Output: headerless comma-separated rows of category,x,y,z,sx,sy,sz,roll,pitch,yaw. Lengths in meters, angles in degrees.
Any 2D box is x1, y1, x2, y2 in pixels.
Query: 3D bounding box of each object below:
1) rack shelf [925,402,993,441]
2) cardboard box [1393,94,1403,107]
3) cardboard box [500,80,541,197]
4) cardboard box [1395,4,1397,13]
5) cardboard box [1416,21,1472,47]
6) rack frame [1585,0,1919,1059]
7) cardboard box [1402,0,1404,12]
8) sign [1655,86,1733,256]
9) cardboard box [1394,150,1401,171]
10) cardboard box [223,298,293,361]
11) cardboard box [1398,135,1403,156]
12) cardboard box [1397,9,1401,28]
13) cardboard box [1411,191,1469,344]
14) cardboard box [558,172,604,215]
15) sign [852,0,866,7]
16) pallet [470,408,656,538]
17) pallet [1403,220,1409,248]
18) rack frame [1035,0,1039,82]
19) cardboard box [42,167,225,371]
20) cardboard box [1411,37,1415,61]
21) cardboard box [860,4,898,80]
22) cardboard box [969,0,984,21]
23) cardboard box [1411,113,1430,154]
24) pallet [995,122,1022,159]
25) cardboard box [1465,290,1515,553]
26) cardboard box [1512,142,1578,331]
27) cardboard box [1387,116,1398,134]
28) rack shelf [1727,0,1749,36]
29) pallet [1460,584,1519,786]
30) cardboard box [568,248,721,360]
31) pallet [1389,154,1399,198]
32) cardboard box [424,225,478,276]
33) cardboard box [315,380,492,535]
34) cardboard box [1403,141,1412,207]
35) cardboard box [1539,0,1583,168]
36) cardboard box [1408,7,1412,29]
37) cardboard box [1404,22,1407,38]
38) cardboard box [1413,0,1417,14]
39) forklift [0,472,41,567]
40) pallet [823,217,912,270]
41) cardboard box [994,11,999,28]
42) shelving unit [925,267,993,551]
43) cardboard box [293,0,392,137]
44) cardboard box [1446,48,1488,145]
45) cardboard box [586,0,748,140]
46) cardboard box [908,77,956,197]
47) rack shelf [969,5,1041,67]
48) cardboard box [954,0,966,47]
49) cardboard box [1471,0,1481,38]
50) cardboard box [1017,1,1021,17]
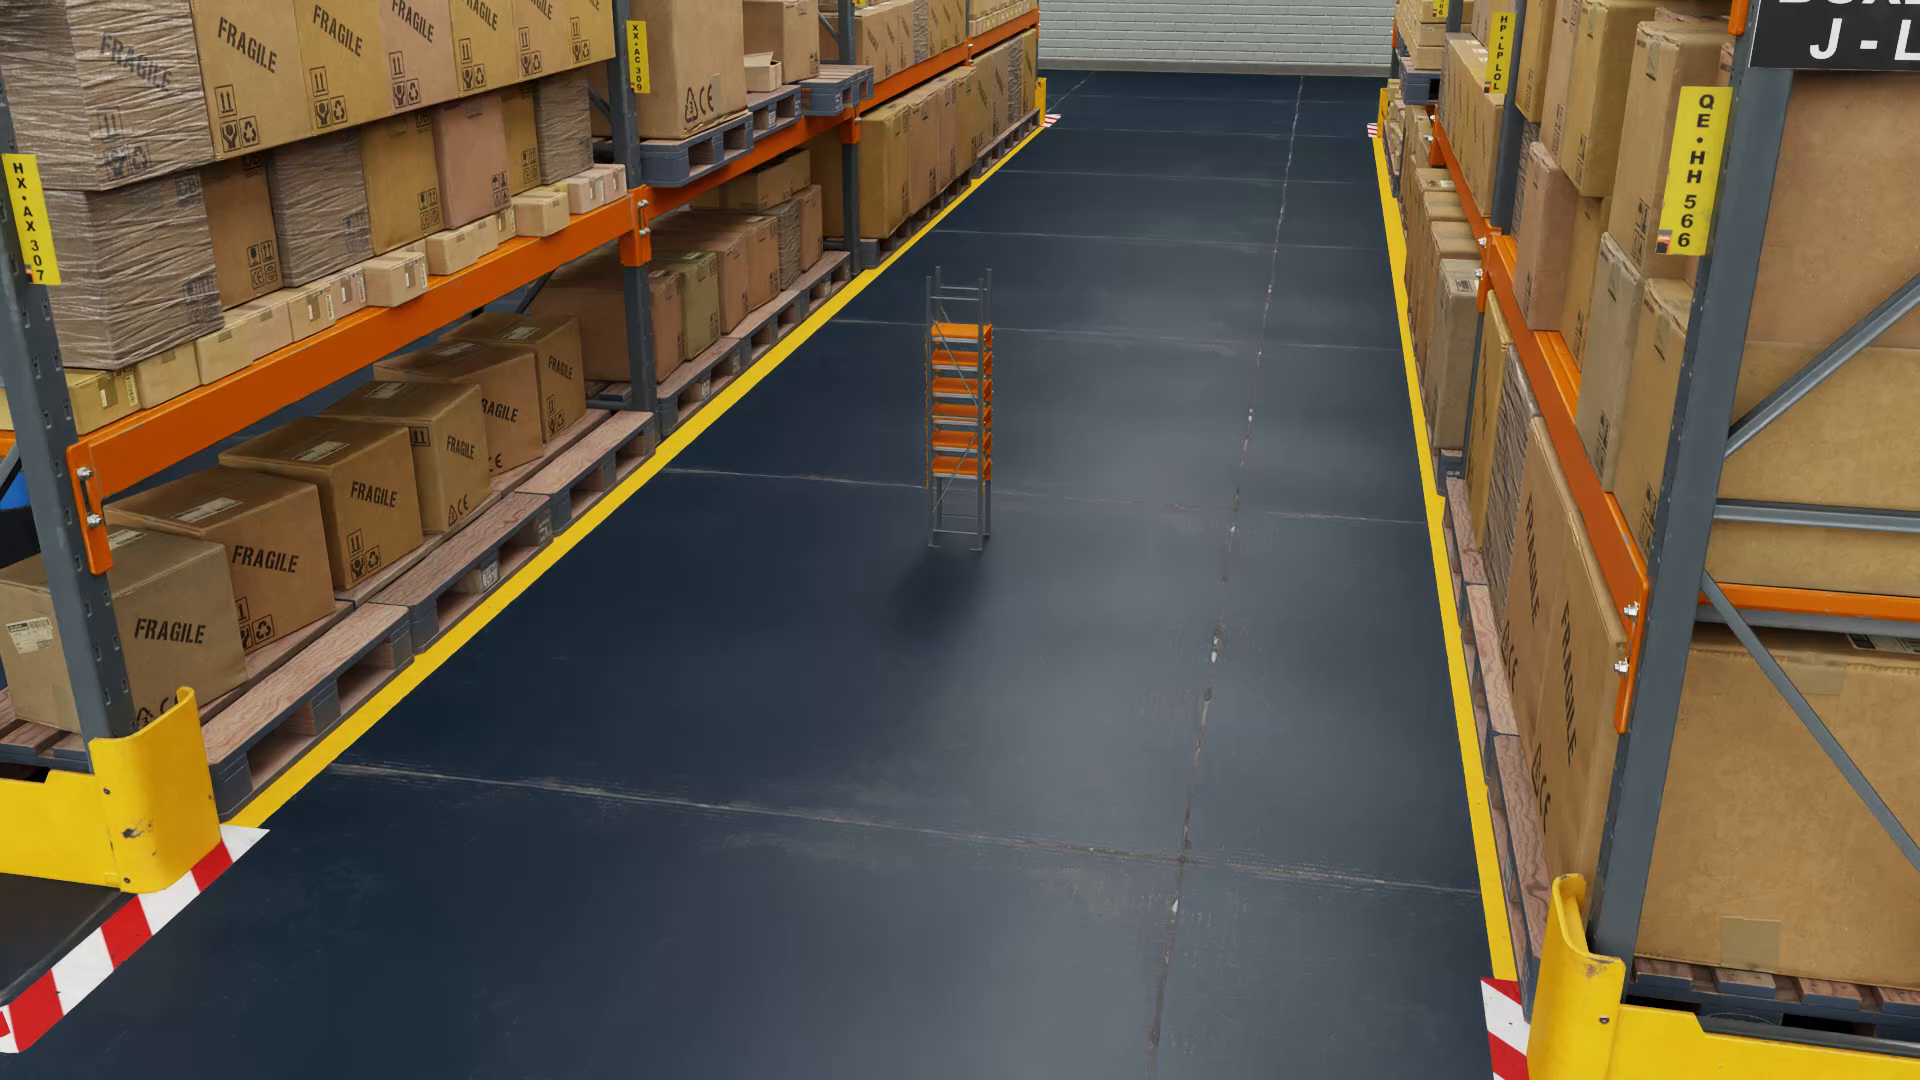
rack shelf,-0.003,-0.510,7.133,0.258,0.103,0.180,4,22,11
cardboard box,4.547,-4.379,16.670,0.380,0.149,0.250,5,22,12
cardboard box,-2.337,-1.750,7.152,0.875,0.500,0.500,4,22,11
cardboard box,4.849,-5.669,17.752,0.380,0.149,0.250,4,22,10
cardboard box,3.258,-3.385,11.120,0.380,0.149,0.250,5,22,12
rack frame,1.971,-0.028,3.408,1.000,3.000,0.127,4,22,11
cardboard box,3.785,-4.334,13.477,0.380,0.149,0.250,5,22,12
sign,1.442,-0.721,3.262,0.100,0.325,0.005,4,22,11
cardboard box,4.166,-3.458,15.179,0.380,0.149,0.250,5,22,12
cardboard box,-2.407,-0.686,5.377,0.380,0.149,0.250,4,22,11
cardboard box,4.172,-3.566,15.049,0.380,0.149,0.250,5,22,12
cardboard box,3.889,-4.386,14.002,0.380,0.149,0.250,3,22,8
cardboard box,3.216,-1.569,9.684,1.050,0.750,0.750,5,22,12
cardboard box,-1.864,-1.598,7.641,0.380,0.149,0.250,4,22,11
sign,-0.699,-3.831,11.407,0.100,0.325,0.005,4,22,11
pallet,-2.150,-0.364,7.975,1.003,0.211,1.213,4,22,11
pallet,4.015,-2.391,13.007,1.003,0.211,1.213,4,22,11
rack frame,0.401,-6.295,18.968,1.000,3.000,0.127,4,22,11
cardboard box,-2.725,-0.826,4.858,0.875,0.500,0.500,4,22,11
cardboard box,3.358,-3.432,11.635,0.380,0.149,0.250,5,22,12
cardboard box,-0.763,-3.761,12.543,0.500,0.500,0.500,4,22,9
cardboard box,-0.063,-5.052,15.685,0.500,0.250,0.500,4,22,10
cardboard box,3.795,-3.168,12.986,0.500,0.250,0.500,5,23,13
pallet,0.063,-4.258,17.643,1.003,0.211,1.213,4,22,11
cardboard box,2.590,-0.475,6.801,0.875,0.875,0.875,5,22,12
cardboard box,2.408,-1.033,5.703,0.875,0.550,0.550,4,22,11
cardboard box,4.639,-4.306,17.284,0.380,0.149,0.250,5,22,12
rack shelf,2.379,-1.817,4.798,1.077,0.370,4.000,4,22,11
pallet,2.308,0.522,5.774,1.003,0.211,1.213,4,22,11
cardboard box,-1.786,-1.346,9.438,0.700,0.500,0.500,4,22,11
pallet,4.522,-3.371,15.442,1.003,0.211,1.213,4,22,11
cardboard box,-2.125,-1.141,6.507,0.380,0.149,0.250,4,22,11
cardboard box,-2.328,-0.355,7.003,0.500,0.500,0.500,2,22,6
cardboard box,3.903,-3.008,13.592,0.500,0.500,0.500,5,23,13
cardboard box,2.435,-1.532,5.496,0.875,0.550,0.550,4,22,11
cardboard box,3.519,-3.857,12.292,0.380,0.149,0.250,5,22,12
cardboard box,3.627,-3.908,12.816,0.380,0.149,0.250,4,22,10
cardboard box,3.412,-3.807,11.770,0.380,0.149,0.250,5,22,13
forklift,-4.965,-1.621,7.455,1.130,2.935,3.031,-12,25,-26
pallet,-0.997,-2.358,12.926,1.003,0.211,1.213,4,22,11
cardboard box,0.181,-5.180,16.537,0.380,0.149,0.250,4,22,10
shelving unit,-0.003,-0.551,7.116,0.258,1.200,0.189,4,22,11
cardboard box,-2.276,-1.637,5.532,0.500,0.500,0.500,4,22,11
cardboard box,3.043,-2.486,9.377,0.500,0.500,0.500,4,22,11
cardboard box,-1.749,-2.659,8.575,1.000,1.000,1.000,5,22,11
cardboard box,-0.708,-3.478,14.257,1.225,0.875,0.875,4,22,9
rack shelf,-0.008,-5.229,17.286,1.077,0.370,4.000,4,22,11
cardboard box,-0.244,-4.686,14.840,0.500,0.500,0.500,5,22,11
cardboard box,3.502,-3.300,10.061,0.700,0.500,0.500,4,22,11
cardboard box,0.443,-5.649,17.701,0.380,0.149,0.250,4,22,10
